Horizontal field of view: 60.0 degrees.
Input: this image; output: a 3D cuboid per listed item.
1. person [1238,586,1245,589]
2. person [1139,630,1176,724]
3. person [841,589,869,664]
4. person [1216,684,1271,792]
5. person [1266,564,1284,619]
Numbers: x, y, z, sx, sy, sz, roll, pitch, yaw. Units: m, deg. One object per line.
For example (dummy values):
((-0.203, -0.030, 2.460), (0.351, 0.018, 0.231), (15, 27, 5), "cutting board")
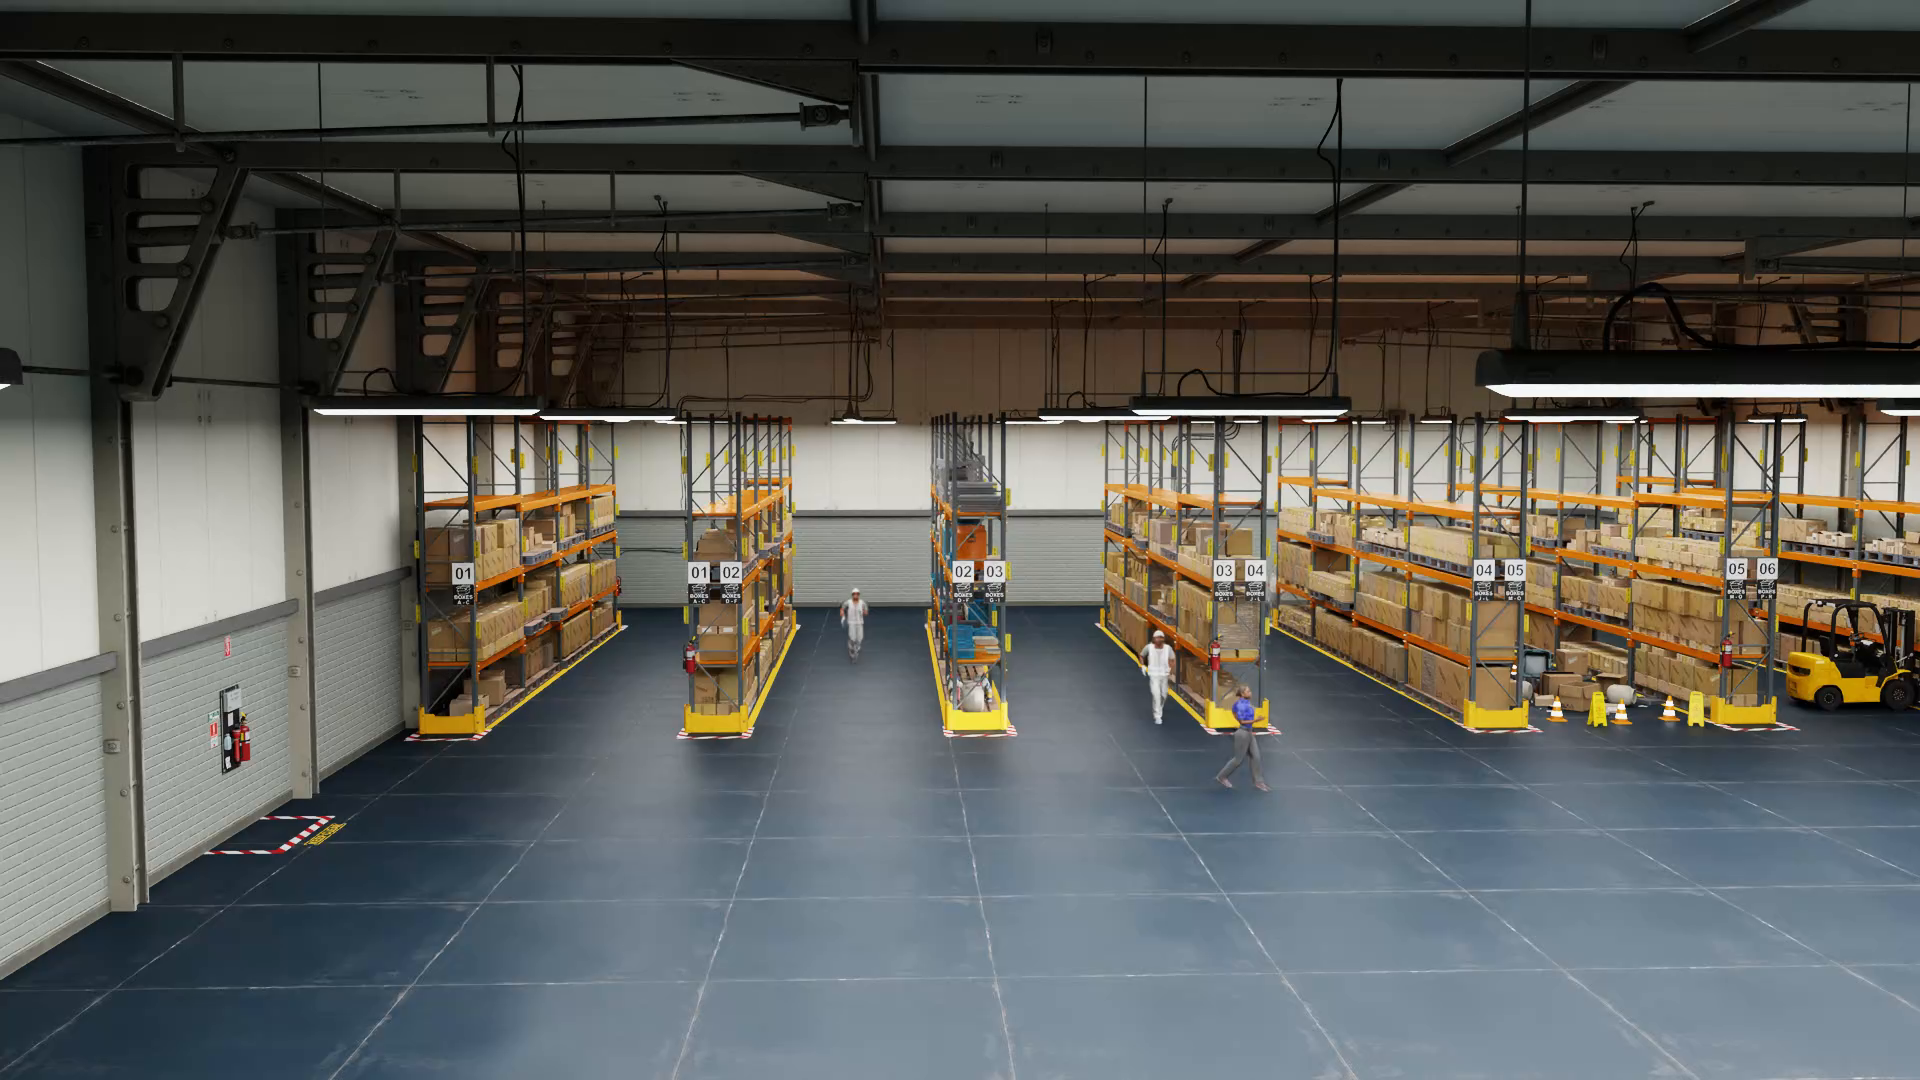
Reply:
((7.797, 1.699, 47.117), (0.692, 1.633, 0.631), (2, 4, 22), "person")
((3.842, 2.634, 32.319), (0.700, 1.779, 0.822), (0, 4, -3), "person")
((-2.534, 2.091, 40.283), (0.642, 1.828, 0.747), (-1, 4, -16), "person")
((4.451, 3.097, 26.049), (0.850, 1.679, 0.570), (2, 4, 22), "person")
((9.297, 1.529, 48.835), (0.821, 1.803, 0.701), (-1, 4, -10), "person")
